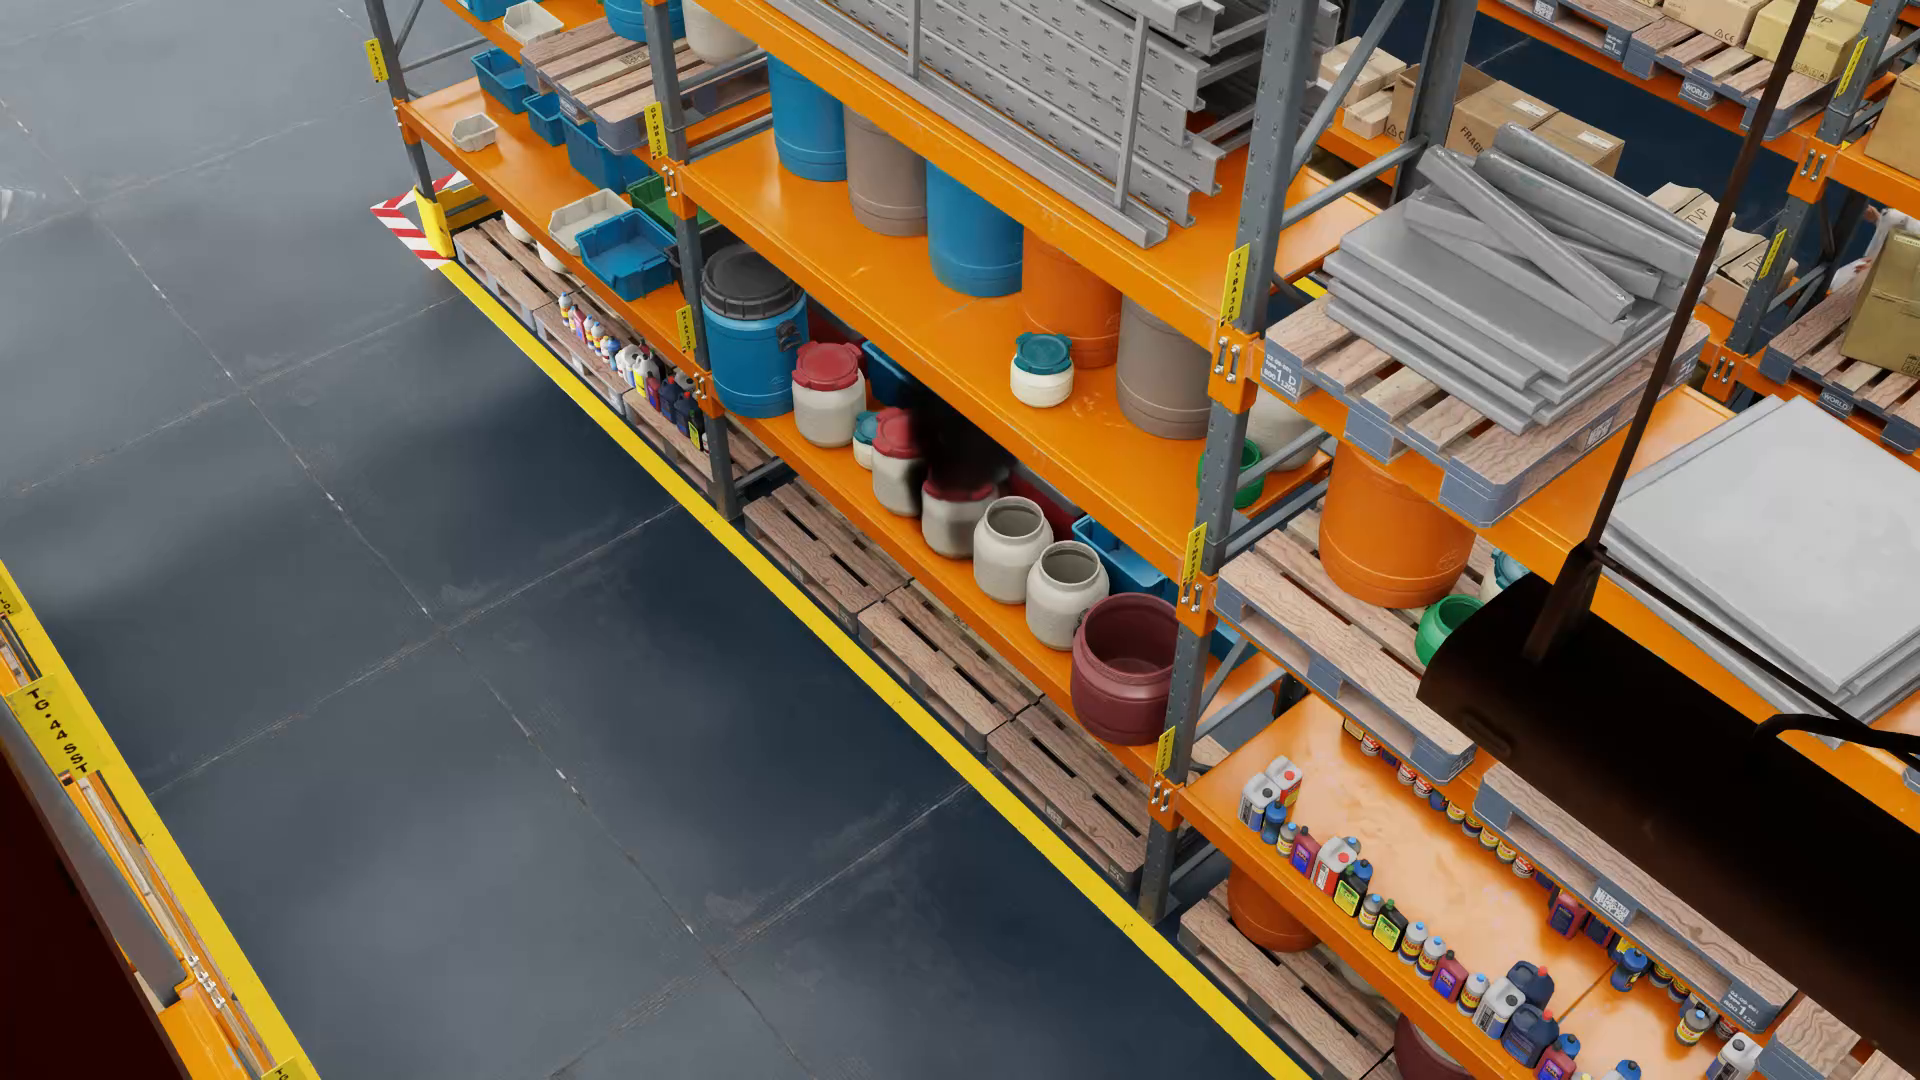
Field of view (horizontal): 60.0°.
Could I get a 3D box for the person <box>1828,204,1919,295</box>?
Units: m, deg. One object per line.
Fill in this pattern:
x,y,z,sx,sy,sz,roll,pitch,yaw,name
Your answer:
6.360,-1.910,11.583,0.698,1.735,0.633,-35,56,-29,person
